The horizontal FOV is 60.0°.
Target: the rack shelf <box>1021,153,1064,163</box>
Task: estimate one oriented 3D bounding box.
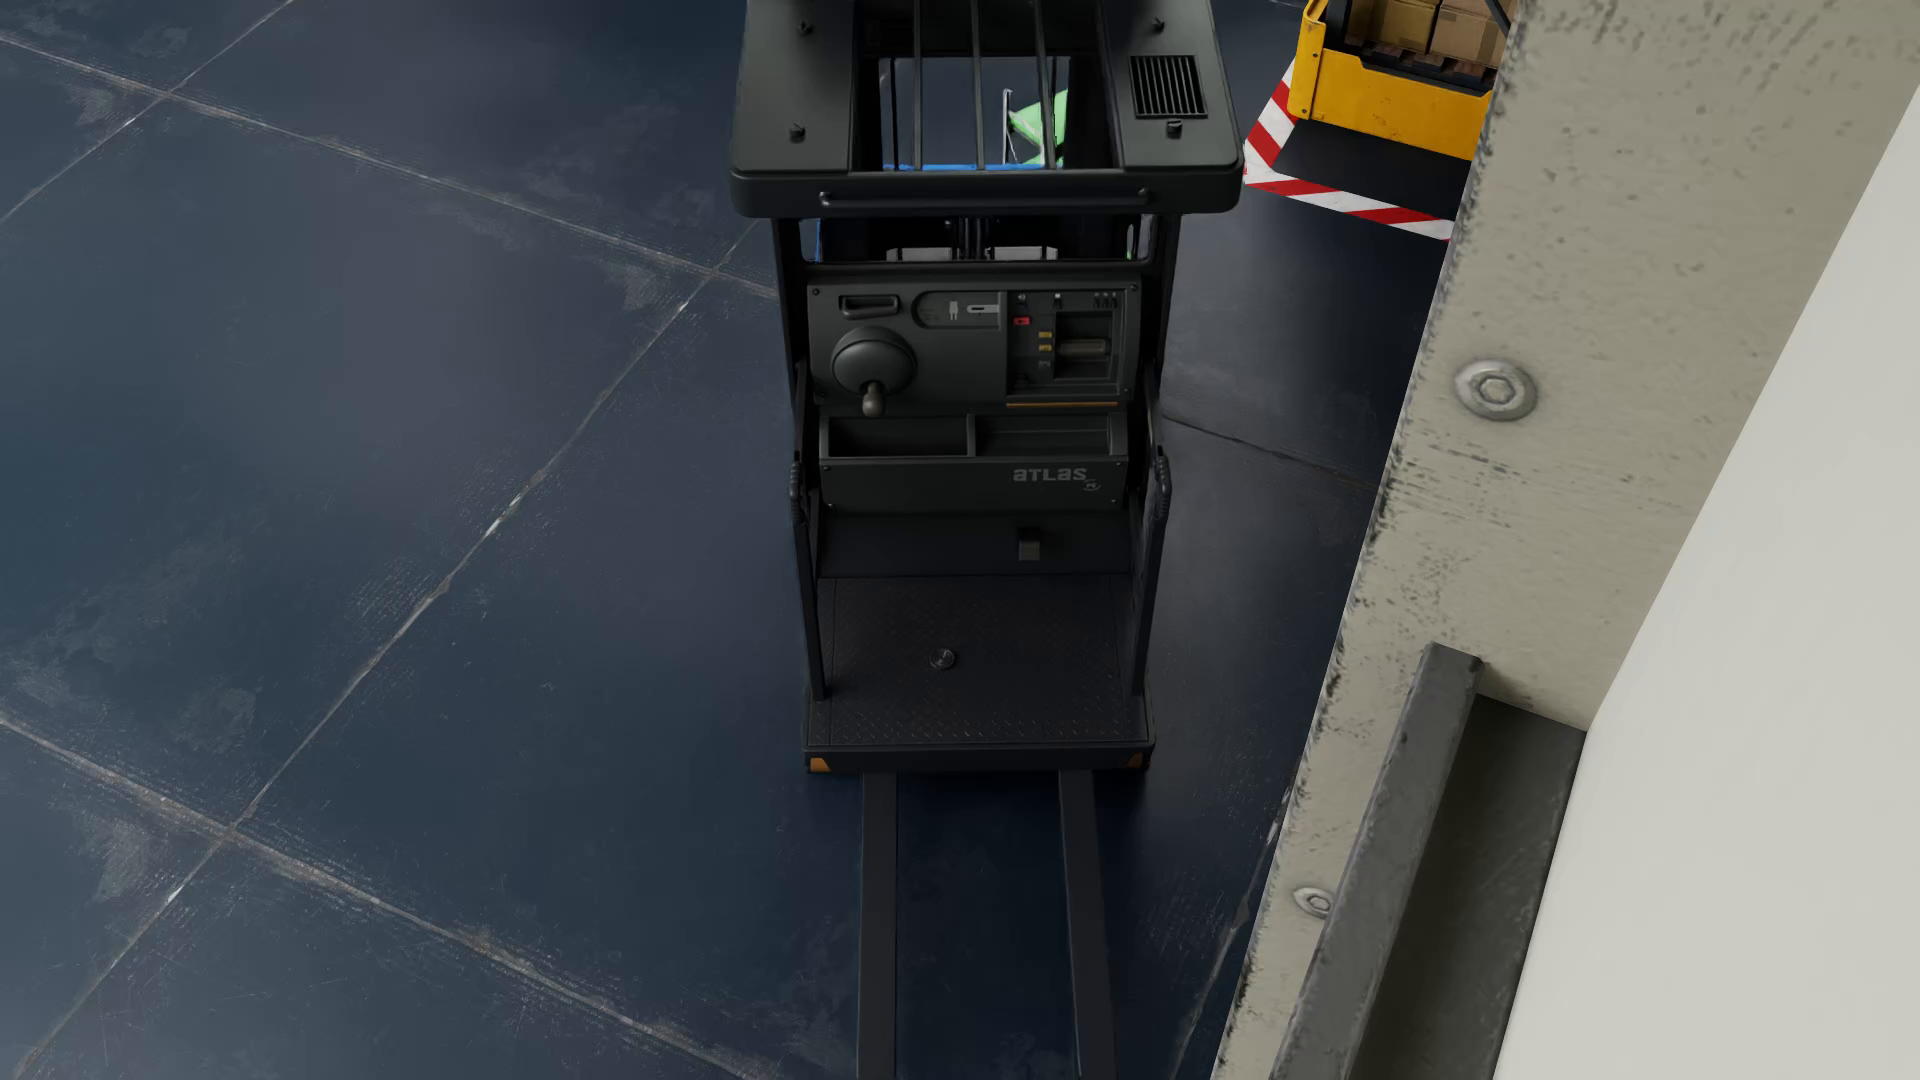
[{"bbox_3d":[0.426,-1.358,6.216,0.480,0.148,0.258,-30,56,-23],"label":"rack shelf"}]

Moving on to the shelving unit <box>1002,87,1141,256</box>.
[{"bbox_3d":[0.426,-1.244,6.350,0.503,1.200,0.258,-30,56,-23],"label":"shelving unit"}]

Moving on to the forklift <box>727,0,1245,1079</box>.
[{"bbox_3d":[0.048,-0.444,4.533,1.130,2.935,3.031,-1,50,-1],"label":"forklift"}]

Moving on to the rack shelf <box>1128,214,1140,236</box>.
[{"bbox_3d":[0.426,-1.203,6.399,0.480,0.148,0.258,-30,56,-23],"label":"rack shelf"}]

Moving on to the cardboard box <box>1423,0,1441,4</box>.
[{"bbox_3d":[2.049,-2.758,7.658,0.500,0.250,0.500,19,52,16],"label":"cardboard box"}]

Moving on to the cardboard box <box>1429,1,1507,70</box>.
[{"bbox_3d":[2.510,-2.434,7.710,0.500,0.250,0.500,20,52,16],"label":"cardboard box"}]

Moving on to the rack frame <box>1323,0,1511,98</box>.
[{"bbox_3d":[2.123,-2.914,6.589,1.000,3.000,0.127,20,52,16],"label":"rack frame"}]

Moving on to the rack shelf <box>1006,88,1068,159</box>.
[{"bbox_3d":[0.426,-1.514,6.033,0.480,0.148,0.258,-30,56,-23],"label":"rack shelf"}]

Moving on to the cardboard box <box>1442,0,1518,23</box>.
[{"bbox_3d":[2.512,-2.577,7.504,0.500,0.250,0.500,21,53,17],"label":"cardboard box"}]

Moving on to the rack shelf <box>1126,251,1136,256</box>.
[{"bbox_3d":[0.426,-1.047,6.581,0.480,0.148,0.258,-30,56,-23],"label":"rack shelf"}]

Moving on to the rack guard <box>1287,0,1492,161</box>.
[{"bbox_3d":[2.113,-2.087,7.527,1.175,0.500,0.348,20,52,16],"label":"rack guard"}]

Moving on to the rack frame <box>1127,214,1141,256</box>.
[{"bbox_3d":[0.622,-1.355,6.444,0.015,1.200,0.240,-30,56,-23],"label":"rack frame"}]

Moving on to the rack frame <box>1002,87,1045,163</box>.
[{"bbox_3d":[0.231,-1.133,6.255,0.015,1.200,0.240,-30,56,-23],"label":"rack frame"}]

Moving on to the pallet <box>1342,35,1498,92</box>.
[{"bbox_3d":[2.412,-2.551,8.111,1.003,0.211,1.213,20,52,16],"label":"pallet"}]

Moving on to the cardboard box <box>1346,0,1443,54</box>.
[{"bbox_3d":[2.039,-2.585,7.839,0.500,0.250,0.500,20,53,16],"label":"cardboard box"}]
